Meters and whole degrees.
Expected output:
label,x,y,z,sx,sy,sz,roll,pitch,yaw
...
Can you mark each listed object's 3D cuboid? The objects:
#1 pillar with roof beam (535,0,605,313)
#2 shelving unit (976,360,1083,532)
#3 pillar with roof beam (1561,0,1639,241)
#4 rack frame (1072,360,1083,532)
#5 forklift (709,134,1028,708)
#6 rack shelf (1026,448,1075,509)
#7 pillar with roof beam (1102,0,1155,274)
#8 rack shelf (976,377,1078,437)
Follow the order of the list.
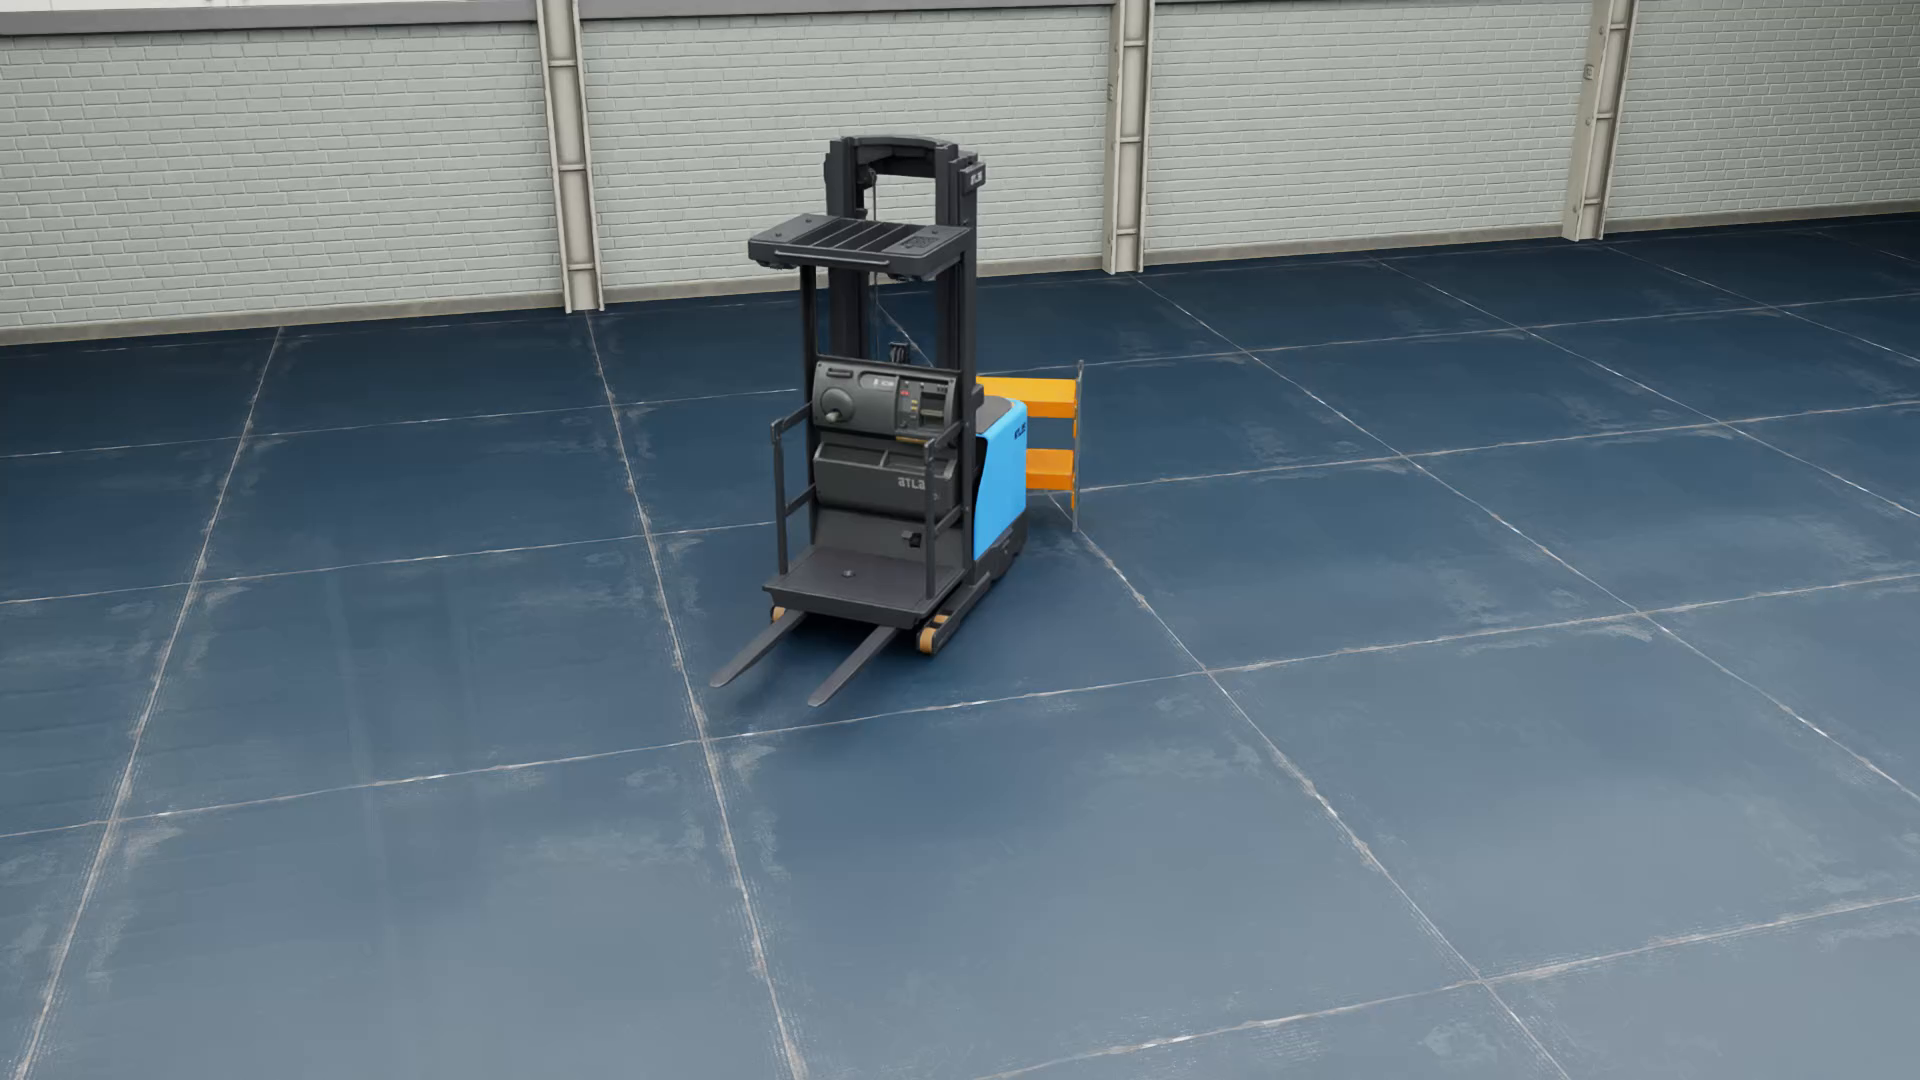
label,x,y,z,sx,sy,sz,roll,pitch,yaw
pillar with roof beam,-2.771,-4.932,11.831,0.400,9.000,9.100,-6,24,-14
shelving unit,0.337,-0.694,11.940,1.048,1.125,0.538,2,23,5
pillar with roof beam,8.783,-6.210,14.810,0.400,9.000,9.100,-6,24,-14
rack frame,0.843,-0.674,11.894,0.032,1.125,0.500,2,23,5
forklift,-0.542,-0.835,9.980,1.130,2.935,3.031,9,25,20
rack shelf,0.337,-0.469,12.037,1.000,0.278,0.538,2,23,5
pillar with roof beam,3.006,-5.571,13.321,0.400,9.000,9.100,-6,24,-14
rack shelf,0.337,-0.963,11.825,1.000,0.278,0.538,2,23,5
